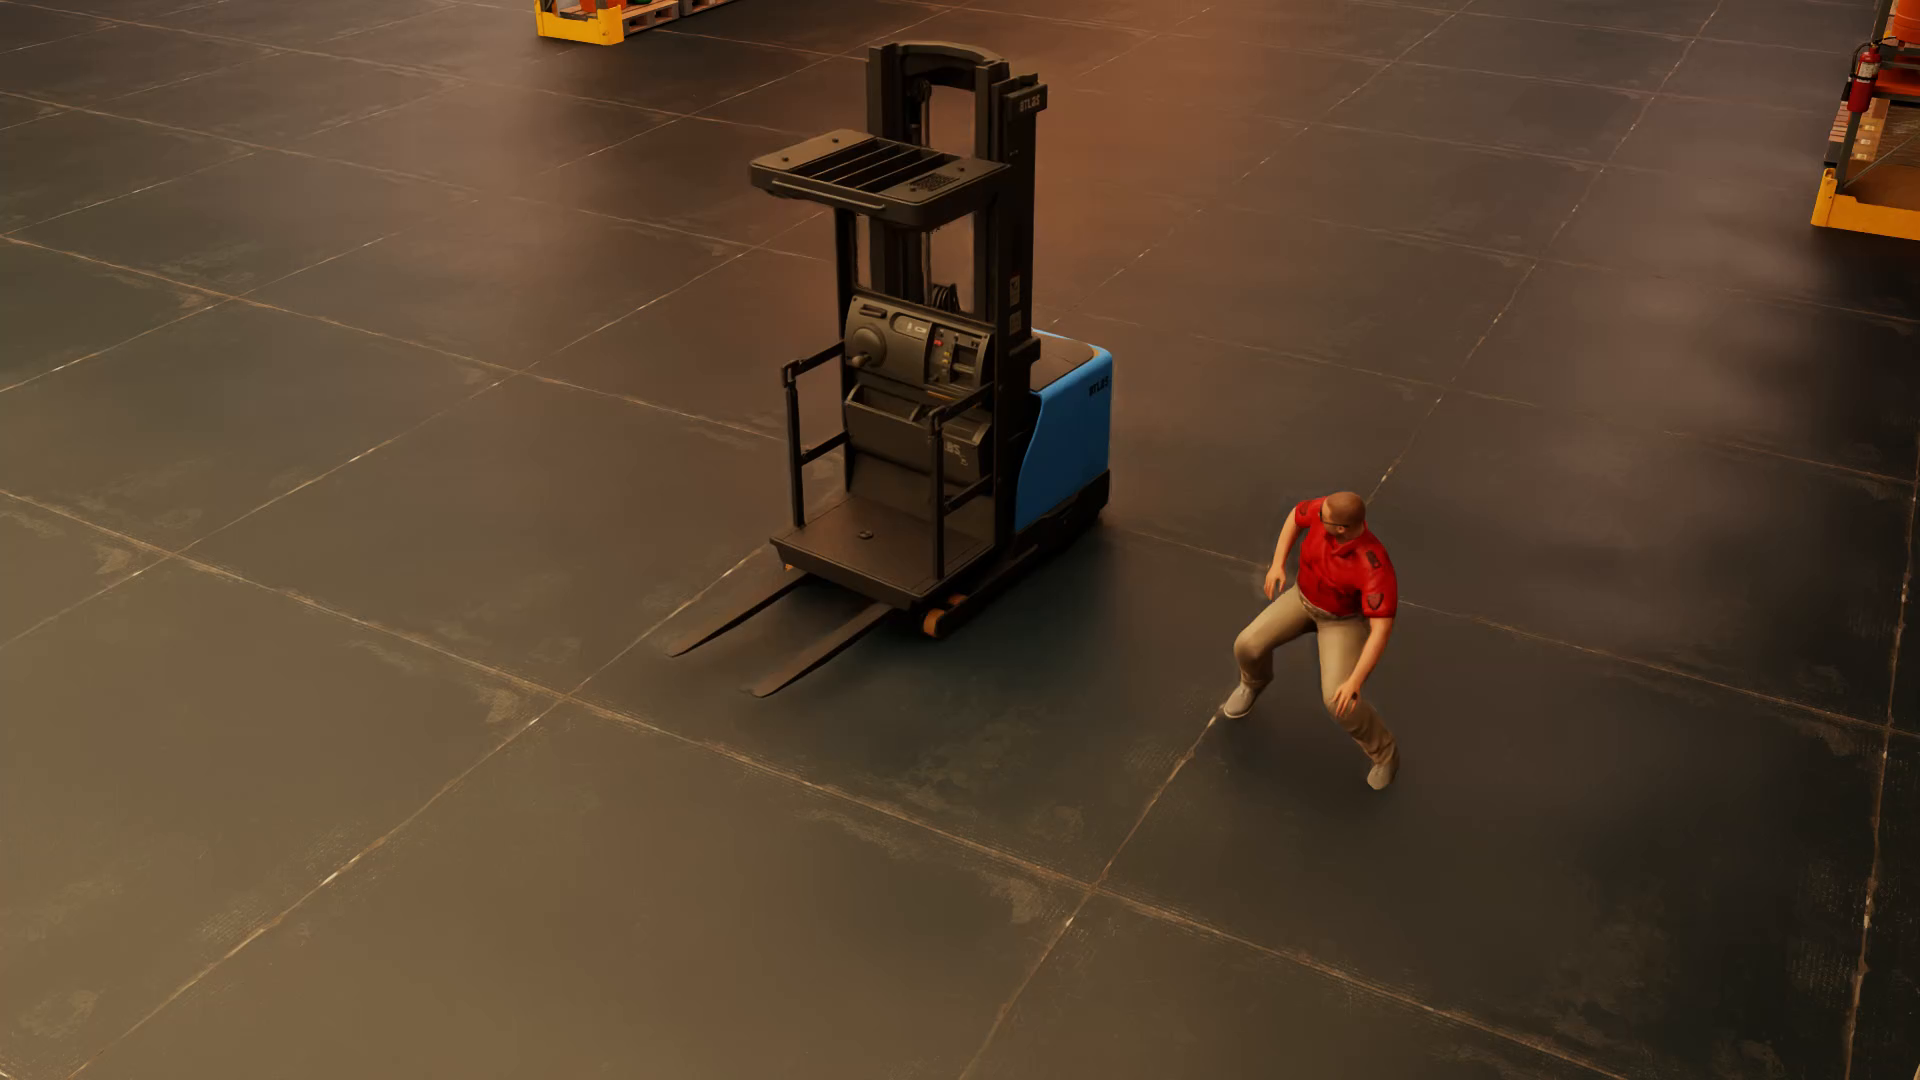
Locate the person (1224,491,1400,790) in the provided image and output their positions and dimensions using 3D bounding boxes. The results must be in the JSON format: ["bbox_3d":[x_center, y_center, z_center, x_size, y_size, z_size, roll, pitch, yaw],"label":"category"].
[{"bbox_3d":[1.735,0.417,7.873,0.704,1.520,0.902,-25,38,-36],"label":"person"}]

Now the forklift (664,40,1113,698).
[{"bbox_3d":[-0.360,-1.007,8.816,1.130,2.935,3.031,20,36,31],"label":"forklift"}]
